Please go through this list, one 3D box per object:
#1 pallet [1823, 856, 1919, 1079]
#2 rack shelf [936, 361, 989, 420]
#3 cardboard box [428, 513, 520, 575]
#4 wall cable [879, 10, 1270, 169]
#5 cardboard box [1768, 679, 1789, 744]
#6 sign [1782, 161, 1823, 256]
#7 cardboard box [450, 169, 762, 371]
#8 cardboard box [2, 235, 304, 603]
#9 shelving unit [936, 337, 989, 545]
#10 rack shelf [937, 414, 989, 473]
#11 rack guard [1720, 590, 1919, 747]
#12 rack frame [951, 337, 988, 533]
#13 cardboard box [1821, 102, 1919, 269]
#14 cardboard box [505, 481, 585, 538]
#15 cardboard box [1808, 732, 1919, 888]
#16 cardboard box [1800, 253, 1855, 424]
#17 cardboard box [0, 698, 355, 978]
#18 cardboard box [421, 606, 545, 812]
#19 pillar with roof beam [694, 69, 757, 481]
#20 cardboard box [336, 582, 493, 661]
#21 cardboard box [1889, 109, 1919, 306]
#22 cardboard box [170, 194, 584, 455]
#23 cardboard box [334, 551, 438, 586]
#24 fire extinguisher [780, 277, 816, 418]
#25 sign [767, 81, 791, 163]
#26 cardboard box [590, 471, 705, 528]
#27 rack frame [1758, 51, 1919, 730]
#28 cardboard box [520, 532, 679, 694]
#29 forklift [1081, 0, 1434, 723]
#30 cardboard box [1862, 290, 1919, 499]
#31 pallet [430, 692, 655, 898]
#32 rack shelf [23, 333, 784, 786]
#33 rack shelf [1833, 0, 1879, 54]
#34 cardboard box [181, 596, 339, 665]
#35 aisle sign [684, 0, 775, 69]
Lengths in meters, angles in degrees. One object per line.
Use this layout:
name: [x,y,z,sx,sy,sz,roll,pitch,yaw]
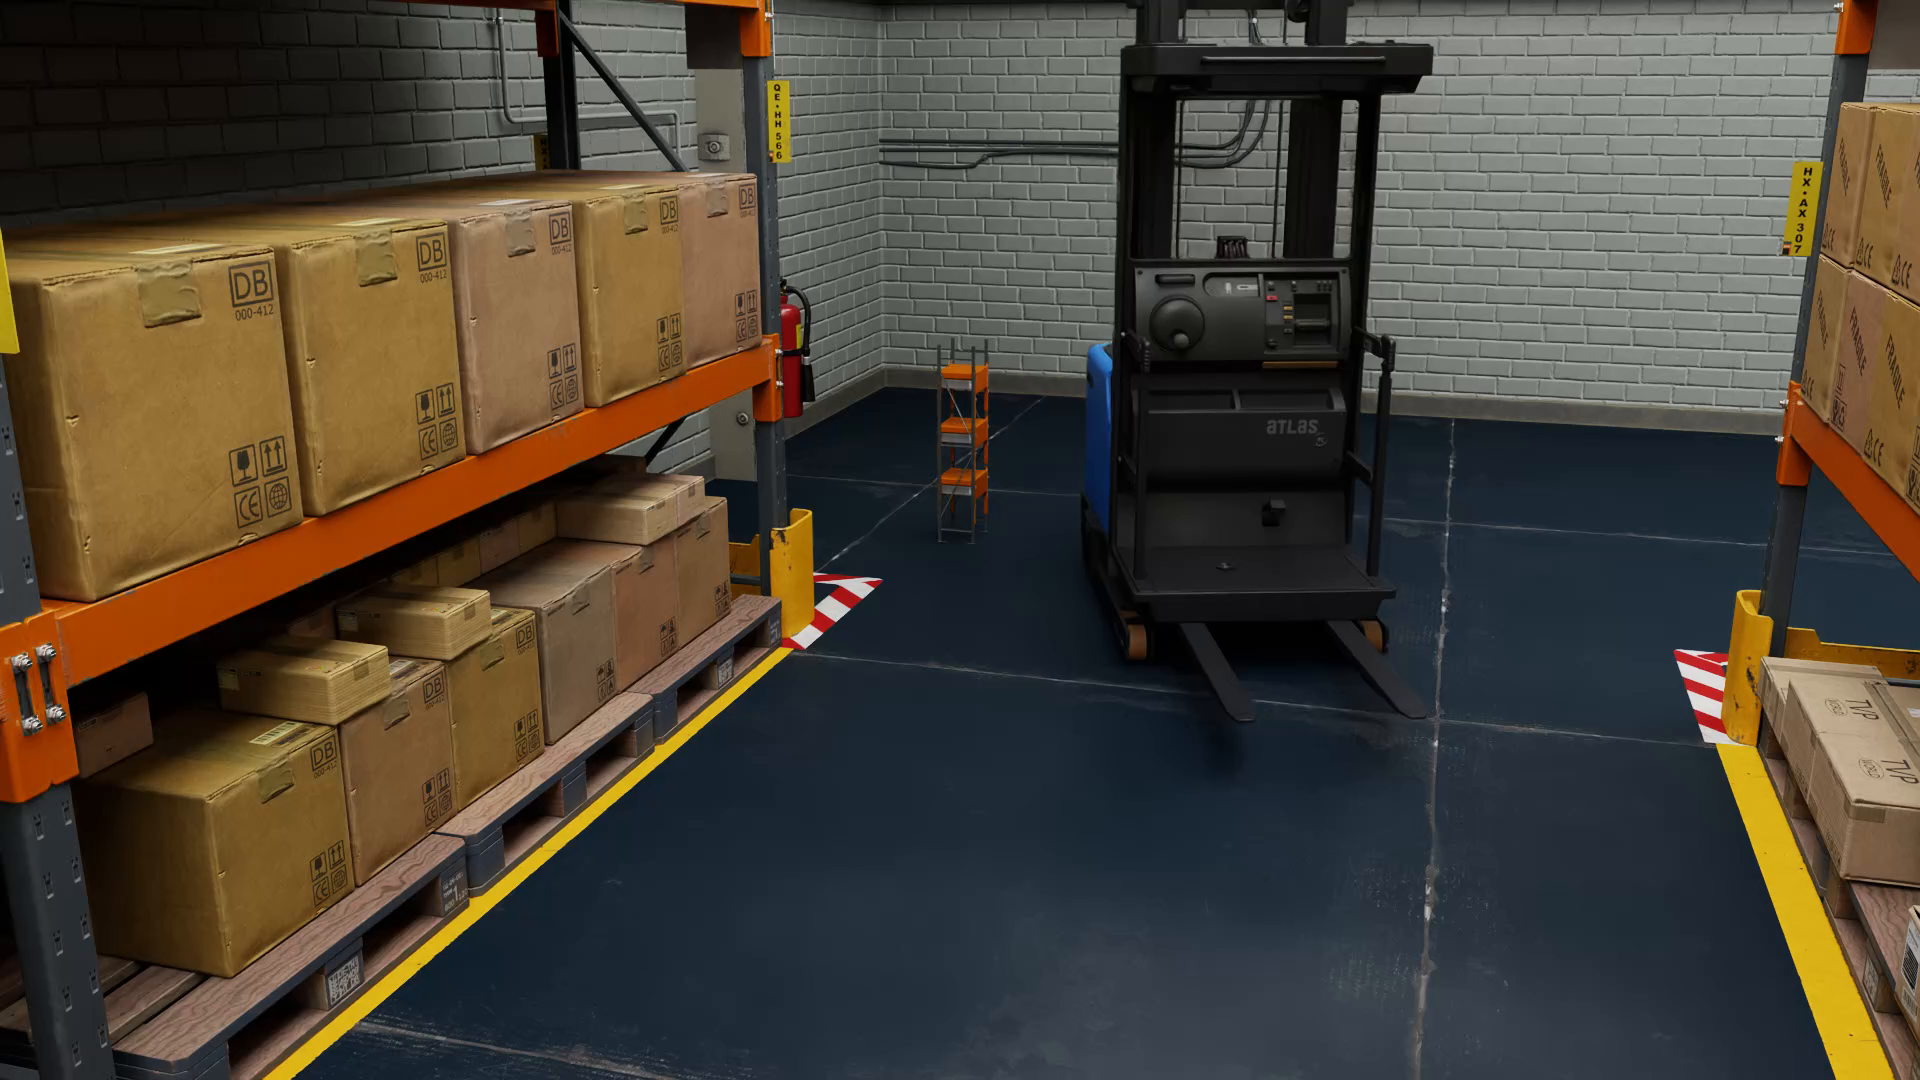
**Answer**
pallet: [2.893,1.182,4.276,1.003,0.211,1.213,5,16,16]
rack shelf: [0.015,-0.782,8.661,0.215,0.259,0.240,5,16,16]
cardboard box: [-1.807,0.006,5.933,0.380,0.149,0.250,5,17,17]
wall cable: [0.689,-3.934,11.898,3.097,2.526,0.112,5,16,16]
cardboard box: [2.970,0.593,5.627,0.380,0.166,0.250,5,16,16]
sign: [2.969,-1.165,5.853,0.100,0.325,0.005,5,16,16]
cardboard box: [-1.397,-1.100,6.660,0.980,0.700,0.700,5,17,18]
cardboard box: [-2.228,-0.328,3.939,0.980,0.700,0.700,5,17,17]
shelving unit: [0.015,-0.519,8.735,0.215,1.050,0.252,5,16,16]
rack shelf: [0.015,-0.509,8.738,0.215,0.259,0.240,5,16,16]
rack guard: [3.468,0.516,6.094,1.175,0.500,0.348,5,16,16]
rack frame: [0.050,-0.551,8.848,0.200,1.050,0.008,5,16,16]
cardboard box: [3.110,-1.140,5.336,0.500,0.500,0.500,5,17,18]
cardboard box: [-1.664,-0.126,6.398,0.380,0.149,0.250,5,16,16]
cardboard box: [2.779,0.787,4.792,0.500,0.250,0.500,5,16,16]
cardboard box: [3.110,-0.659,5.472,0.500,0.500,0.500,5,17,17]
cardboard box: [-2.087,0.770,4.430,0.700,0.500,0.500,5,17,17]
cardboard box: [-1.793,0.504,5.365,0.700,0.500,0.500,5,17,17]
pillar with roof beam: [2.804,-4.415,7.905,9.100,9.000,0.400,5,16,16]
cardboard box: [-1.667,0.246,5.089,0.380,0.149,0.250,4,16,14]
cardboard box: [2.822,-0.872,4.391,0.500,0.500,0.500,5,17,17]
cardboard box: [-1.818,-0.710,5.285,0.980,0.700,0.700,4,16,13]
cardboard box: [-1.951,0.140,5.463,0.380,0.149,0.250,4,16,15]
fire extinguisher: [-0.776,-0.877,7.248,0.296,0.674,0.183,5,16,16]
sign: [-0.745,-1.715,6.822,0.100,0.325,0.005,5,16,16]
cardboard box: [-1.226,-0.162,6.528,0.380,0.149,0.250,4,16,15]
rack frame: [3.489,-0.706,5.823,1.000,3.000,0.127,5,16,16]
cardboard box: [-1.506,0.233,6.323,0.700,0.500,0.500,5,16,16]
forklift: [1.224,-0.983,6.923,1.130,2.935,3.031,-1,16,-3]
cardboard box: [2.823,-0.392,4.532,0.500,0.500,0.500,5,16,16]
pallet: [-1.762,0.785,5.674,1.003,0.211,1.213,5,16,16]
rack shelf: [-1.830,-0.220,5.427,1.077,0.370,4.000,5,16,16]
rack shelf: [2.921,-1.280,3.667,1.077,0.370,4.000,5,16,16]
cardboard box: [-2.097,0.273,4.992,0.380,0.149,0.250,4,16,14]
aisle sign: [-0.953,-2.336,6.803,0.394,0.787,0.004,5,16,16]
